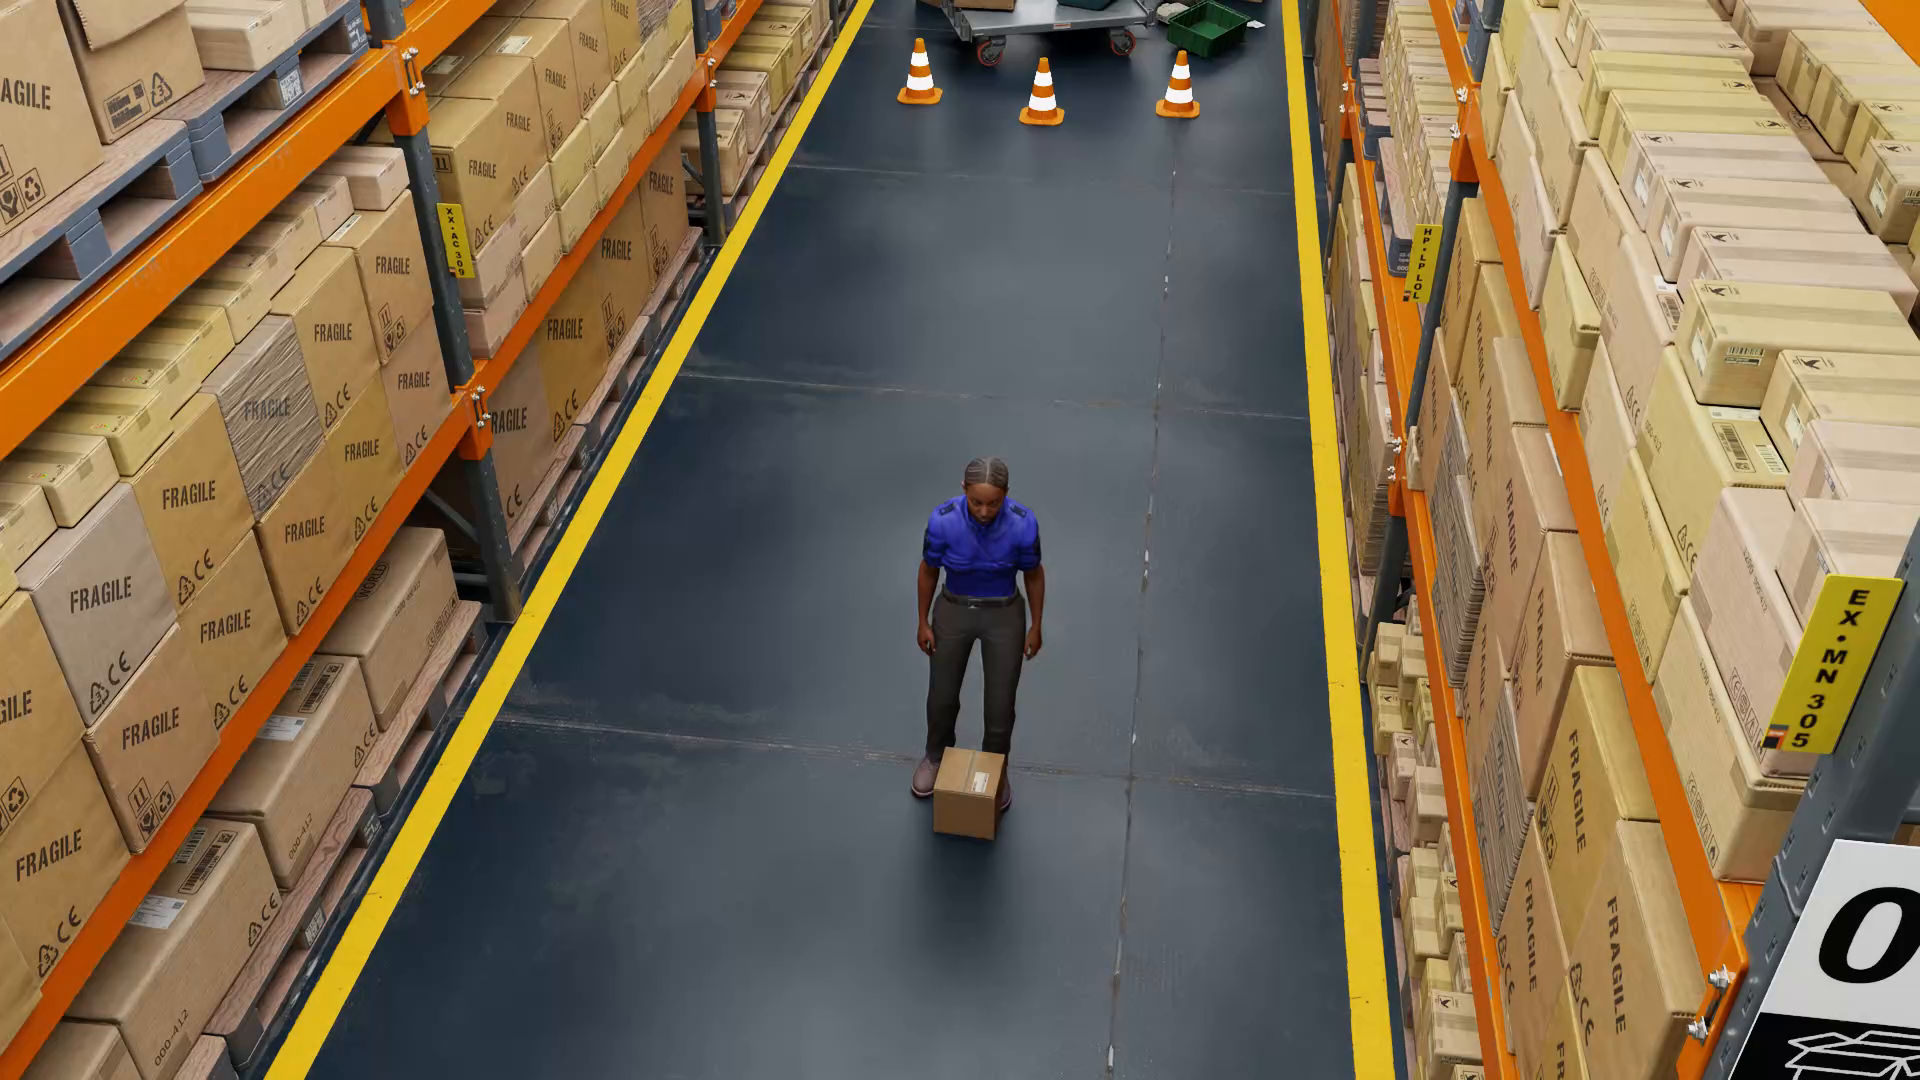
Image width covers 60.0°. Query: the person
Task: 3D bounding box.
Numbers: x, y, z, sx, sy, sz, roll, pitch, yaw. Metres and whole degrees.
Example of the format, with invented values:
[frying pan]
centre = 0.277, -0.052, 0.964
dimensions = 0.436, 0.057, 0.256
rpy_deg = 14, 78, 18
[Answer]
[person]
centre = 0.063, 0.349, 6.568
dimensions = 0.532, 1.655, 0.398
rpy_deg = 3, 36, 3
